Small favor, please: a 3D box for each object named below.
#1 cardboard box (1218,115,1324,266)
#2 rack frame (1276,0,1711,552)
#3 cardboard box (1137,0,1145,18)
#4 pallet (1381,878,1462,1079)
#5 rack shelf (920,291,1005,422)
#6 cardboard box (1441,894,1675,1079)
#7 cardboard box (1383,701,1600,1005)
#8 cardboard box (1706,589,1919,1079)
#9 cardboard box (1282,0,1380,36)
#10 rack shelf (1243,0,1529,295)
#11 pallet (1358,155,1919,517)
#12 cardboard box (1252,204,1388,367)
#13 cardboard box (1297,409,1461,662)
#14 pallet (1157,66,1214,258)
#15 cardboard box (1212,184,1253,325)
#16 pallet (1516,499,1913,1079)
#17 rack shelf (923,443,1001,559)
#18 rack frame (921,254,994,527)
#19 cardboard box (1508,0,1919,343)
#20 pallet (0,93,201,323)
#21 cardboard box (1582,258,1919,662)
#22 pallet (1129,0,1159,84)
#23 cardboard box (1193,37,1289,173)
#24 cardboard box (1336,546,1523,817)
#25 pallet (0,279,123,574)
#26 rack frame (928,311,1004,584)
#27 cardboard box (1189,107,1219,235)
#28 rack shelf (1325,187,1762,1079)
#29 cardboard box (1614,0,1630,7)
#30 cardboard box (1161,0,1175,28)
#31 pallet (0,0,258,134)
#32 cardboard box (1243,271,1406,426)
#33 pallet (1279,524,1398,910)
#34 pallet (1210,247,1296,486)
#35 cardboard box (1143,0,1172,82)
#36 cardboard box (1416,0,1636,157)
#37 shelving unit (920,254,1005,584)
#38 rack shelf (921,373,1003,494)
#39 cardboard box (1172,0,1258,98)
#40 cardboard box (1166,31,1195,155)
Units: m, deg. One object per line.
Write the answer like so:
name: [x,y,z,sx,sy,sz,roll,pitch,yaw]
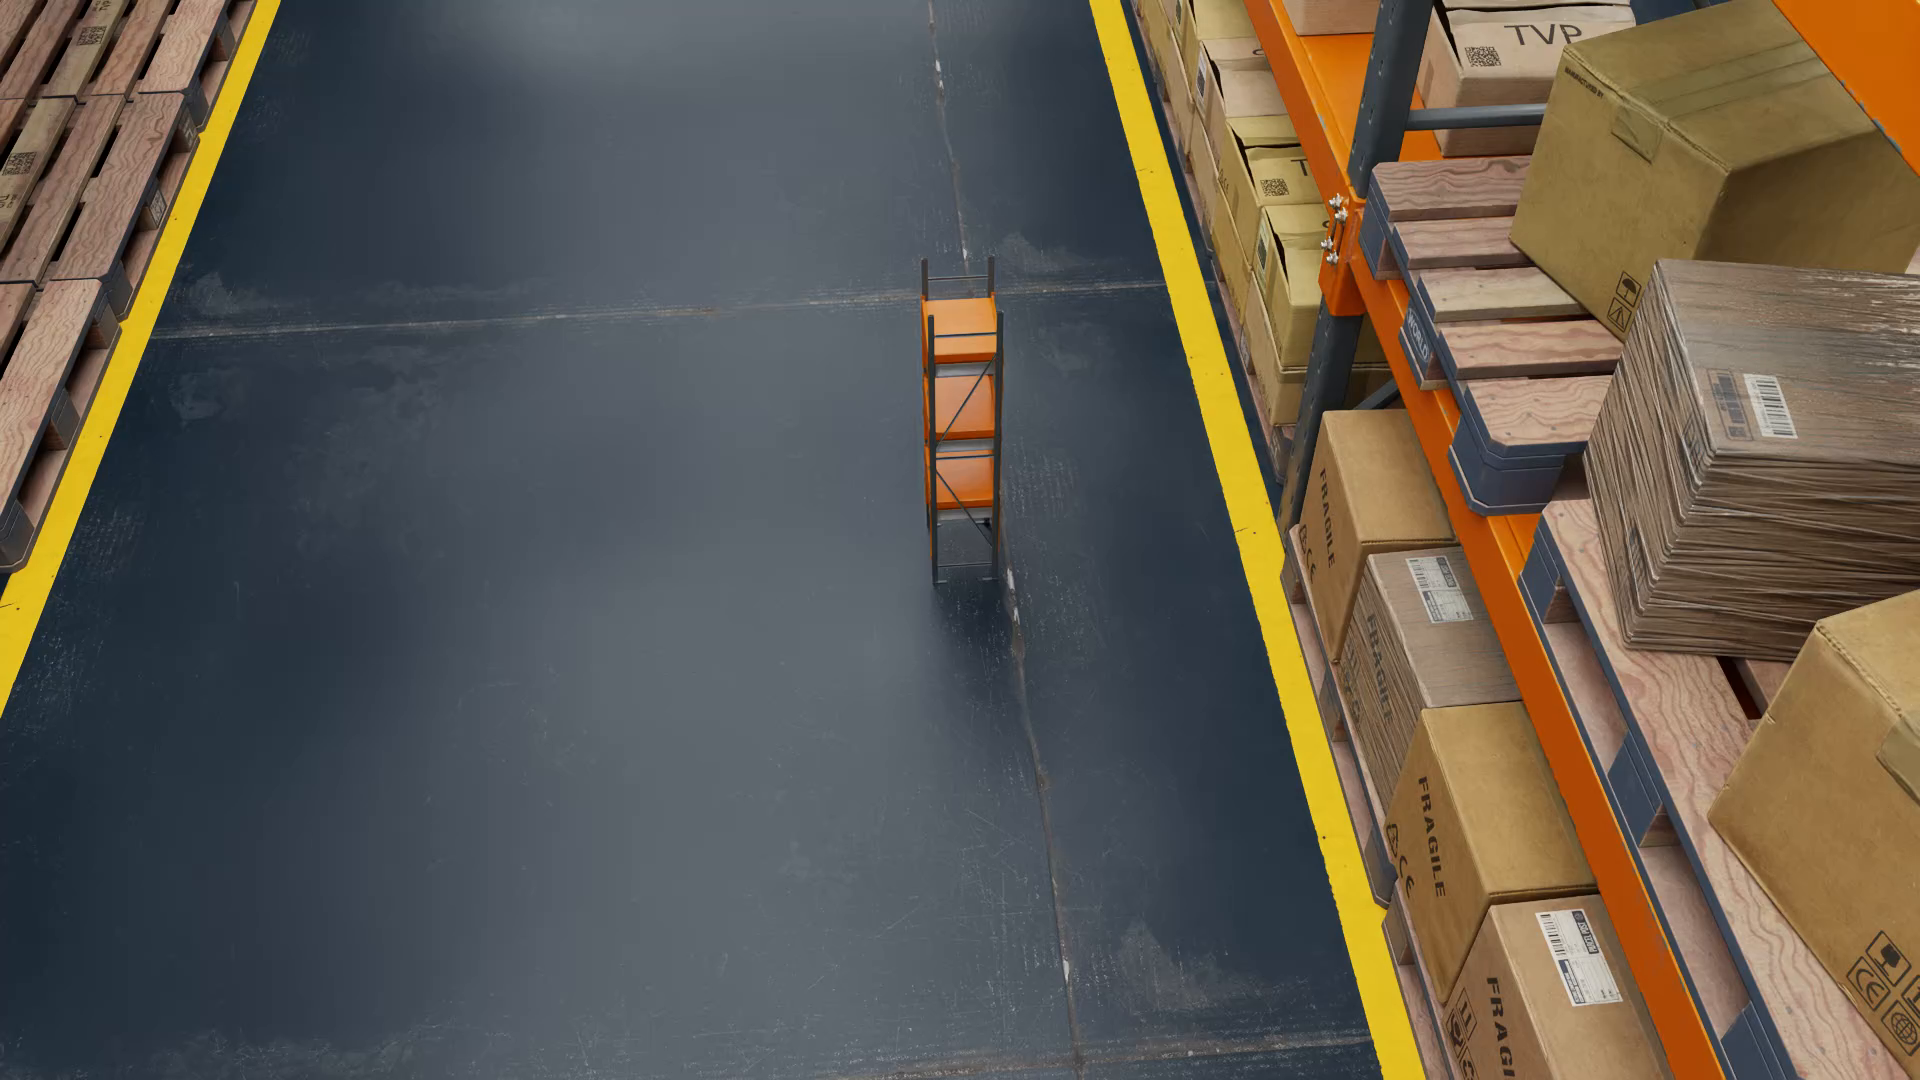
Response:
cardboard box: [1.171,-1.202,5.541,0.500,0.311,0.500,-4,47,-4]
rack frame: [1.511,-1.071,4.198,1.000,3.000,0.127,-3,47,-3]
cardboard box: [1.004,-2.487,7.144,0.500,0.250,0.500,-2,47,-2]
pallet: [1.634,1.311,3.863,1.003,0.211,1.213,-3,47,-3]
rack shelf: [0.004,-0.510,4.634,0.215,0.259,0.240,-3,47,-3]
cardboard box: [1.399,1.103,3.558,0.500,0.500,0.500,-5,47,-5]
cardboard box: [1.350,0.726,3.915,0.500,0.500,0.500,-4,47,-4]
cardboard box: [1.636,0.370,2.476,0.700,0.500,0.500,-14,48,-13]
cardboard box: [1.160,-1.618,4.890,0.380,0.149,0.250,-3,47,-3]
rack shelf: [1.343,-2.270,5.830,1.077,0.370,4.000,-3,47,-3]
pallet: [1.637,-0.519,3.807,1.213,0.211,1.003,-3,47,-3]
cardboard box: [1.221,-0.826,5.185,0.500,0.311,0.500,-2,47,-2]
cardboard box: [1.264,-0.016,4.618,0.500,0.500,0.500,-2,47,-2]
pallet: [1.381,-1.591,6.611,1.003,0.211,1.213,-3,47,-3]
cardboard box: [1.177,-1.008,5.743,0.500,0.250,0.500,-4,47,-4]
pallet: [1.678,0.402,2.936,1.003,0.211,1.213,-3,47,-3]
rack shelf: [0.004,-0.124,5.042,0.215,0.259,0.240,-3,47,-3]
rack frame: [-0.006,-0.411,4.916,0.200,1.050,0.008,-3,47,-3]
cardboard box: [1.676,-0.801,3.584,0.700,0.500,0.500,-18,49,-16]
pallet: [-3.551,-1.257,6.295,1.003,0.211,1.213,-3,47,-3]
cardboard box: [1.562,-0.127,2.947,0.700,0.500,0.500,4,47,4]
pallet: [1.276,-2.475,7.449,1.003,0.211,1.213,-3,47,-3]
cardboard box: [1.132,-1.567,5.887,0.500,0.311,0.500,-4,47,-4]
cardboard box: [1.313,0.363,4.259,0.500,0.500,0.500,-5,47,-5]
pallet: [-3.452,-0.376,5.461,1.003,0.211,1.213,-3,47,-3]
rack frame: [0.015,-0.234,4.749,0.200,1.050,0.008,-3,47,-3]
cardboard box: [1.138,-1.372,6.088,0.500,0.250,0.500,-3,47,-2]
rack shelf: [1.678,0.624,3.089,1.077,0.370,4.000,-3,47,-3]
cardboard box: [1.629,-1.699,4.854,0.500,0.311,0.500,-4,47,-4]
cardboard box: [1.043,-2.305,6.586,0.500,0.311,0.500,-5,47,-5]
pallet: [-3.656,-2.142,7.133,1.003,0.211,1.213,-3,47,-3]
cardboard box: [1.223,-0.635,5.390,0.500,0.250,0.500,-2,47,-2]
pallet: [1.535,0.431,4.697,1.003,0.211,1.213,-3,47,-3]
pallet: [1.480,-0.710,5.777,1.003,0.211,1.213,-3,47,-3]
cardboard box: [1.050,-2.112,6.789,0.500,0.250,0.500,-5,47,-5]
cardboard box: [1.524,-1.306,4.482,0.500,0.311,0.500,-1,47,-1]
shelving unit: [0.004,-0.322,4.832,0.215,1.050,0.252,-3,47,-3]
rack shelf: [0.004,-0.315,4.840,0.215,0.259,0.240,-3,47,-3]
cardboard box: [1.092,-1.930,6.230,0.500,0.311,0.500,-2,47,-2]
cardboard box: [1.092,-1.744,6.441,0.500,0.250,0.500,-3,47,-3]
